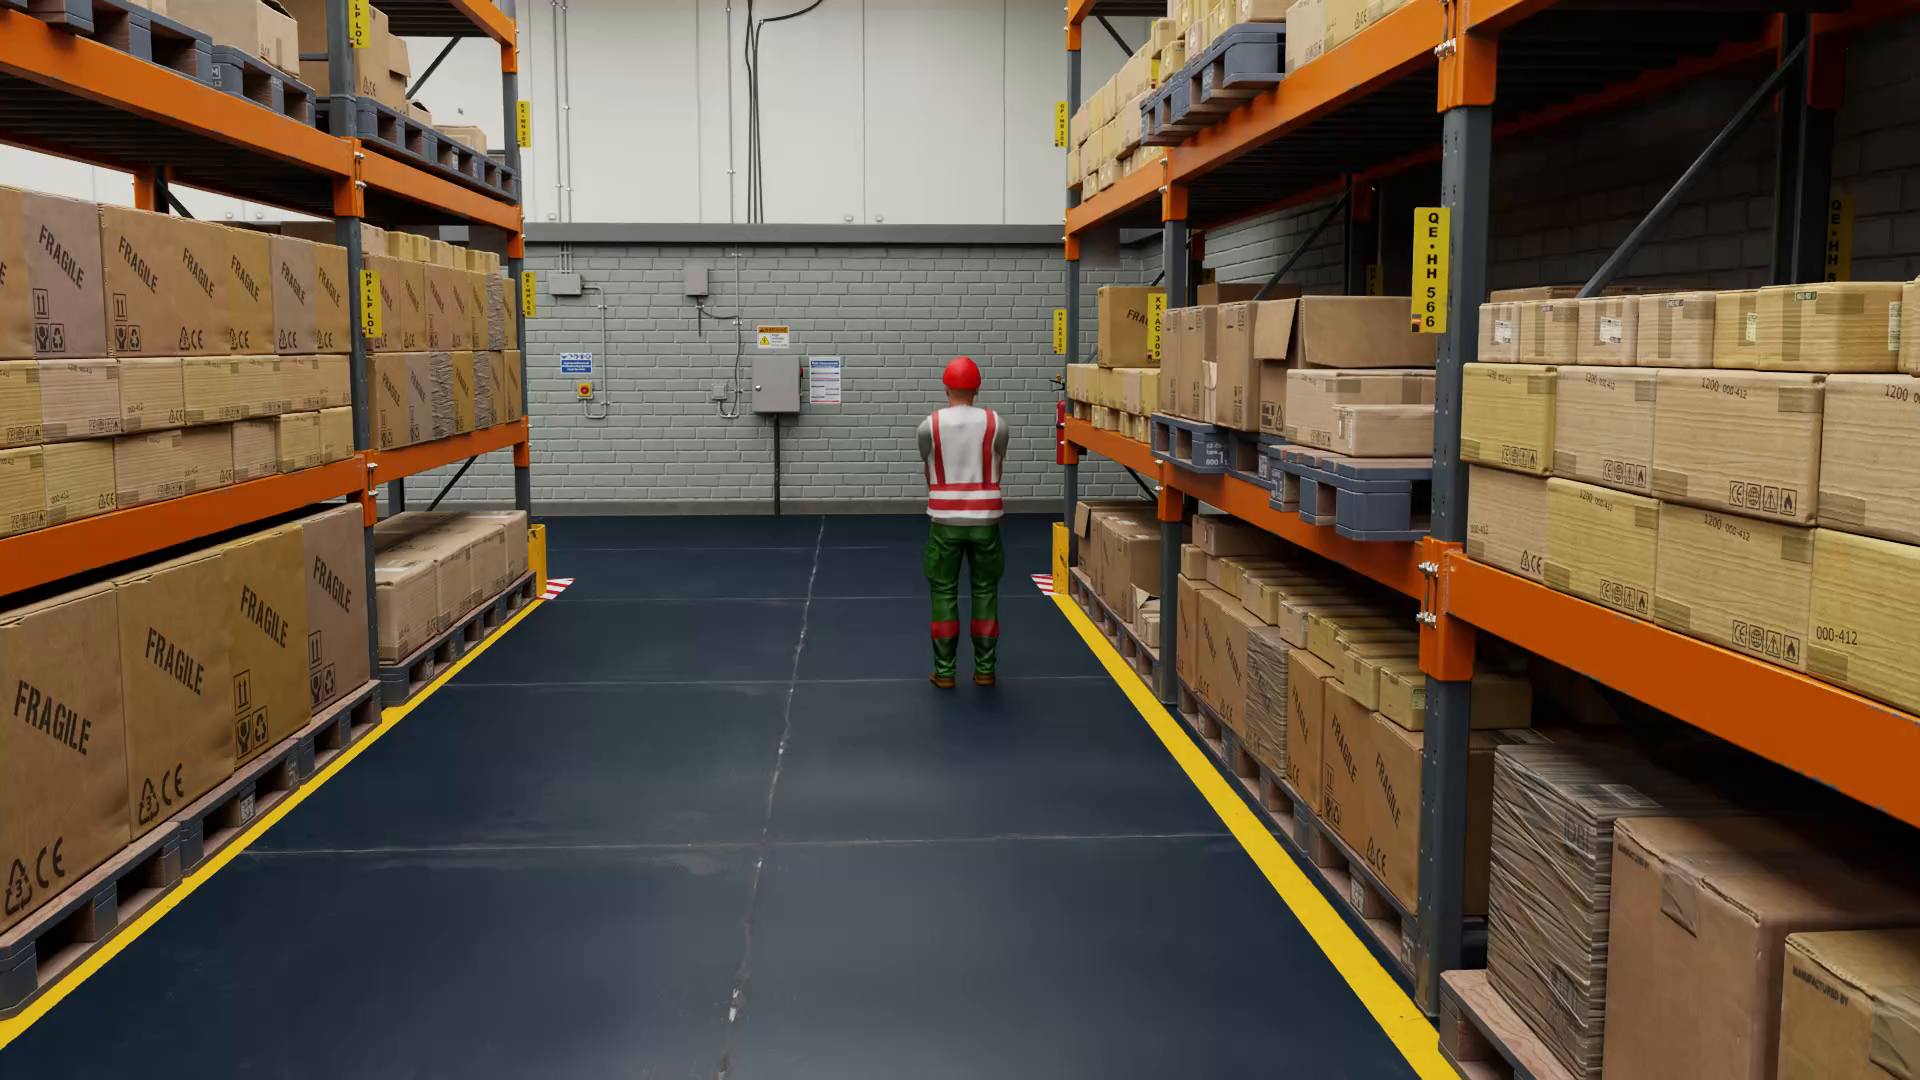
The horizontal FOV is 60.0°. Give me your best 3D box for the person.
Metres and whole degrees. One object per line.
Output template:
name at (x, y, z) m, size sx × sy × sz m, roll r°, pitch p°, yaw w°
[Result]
person at (0.011, -0.107, 9.057) m, size 0.494 × 1.783 × 0.559 m, roll 0°, pitch 7°, yaw -3°
